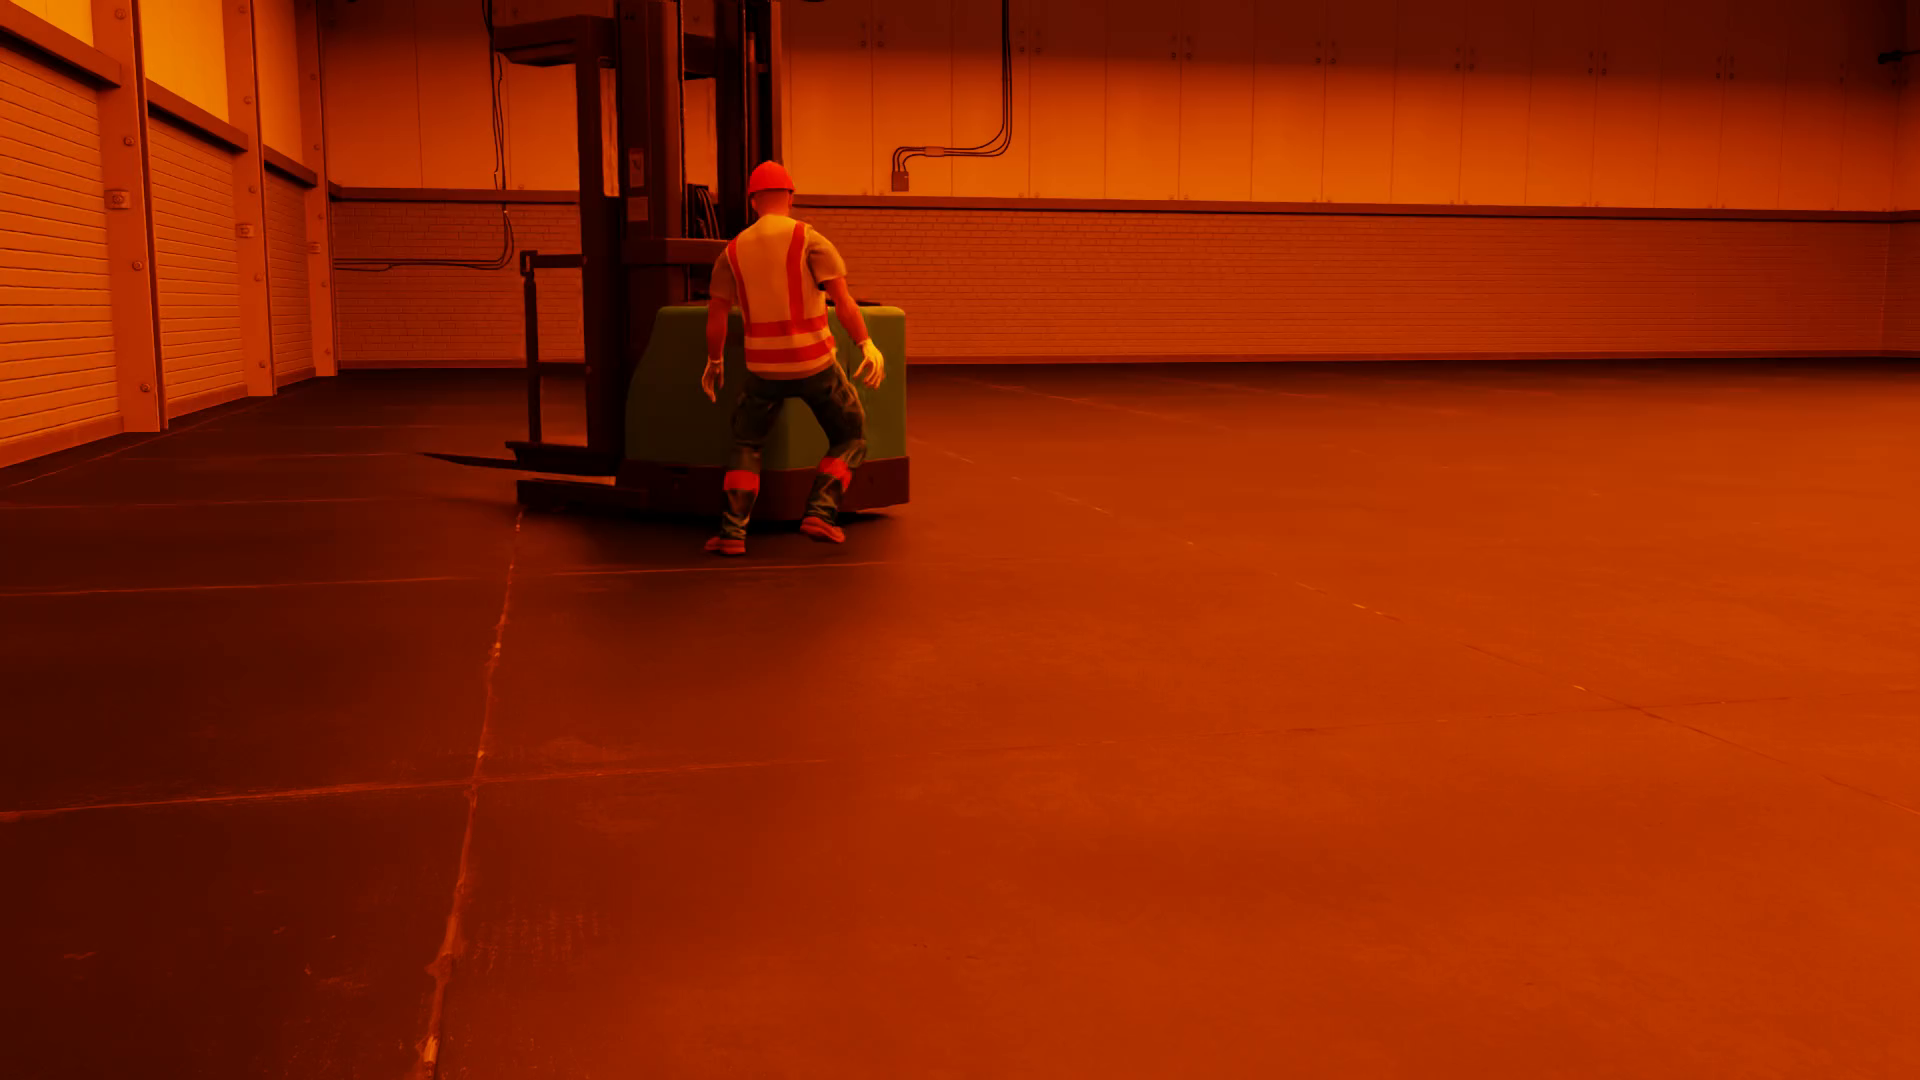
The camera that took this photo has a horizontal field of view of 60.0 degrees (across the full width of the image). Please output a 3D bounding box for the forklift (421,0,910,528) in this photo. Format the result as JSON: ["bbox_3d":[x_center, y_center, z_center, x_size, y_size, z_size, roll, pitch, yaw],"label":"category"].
[{"bbox_3d":[-1.742,-1.648,8.904,3.031,2.935,1.130,6,10,37],"label":"forklift"}]

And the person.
[{"bbox_3d":[-0.726,-0.779,7.197,0.923,1.692,0.490,3,9,22],"label":"person"}]
